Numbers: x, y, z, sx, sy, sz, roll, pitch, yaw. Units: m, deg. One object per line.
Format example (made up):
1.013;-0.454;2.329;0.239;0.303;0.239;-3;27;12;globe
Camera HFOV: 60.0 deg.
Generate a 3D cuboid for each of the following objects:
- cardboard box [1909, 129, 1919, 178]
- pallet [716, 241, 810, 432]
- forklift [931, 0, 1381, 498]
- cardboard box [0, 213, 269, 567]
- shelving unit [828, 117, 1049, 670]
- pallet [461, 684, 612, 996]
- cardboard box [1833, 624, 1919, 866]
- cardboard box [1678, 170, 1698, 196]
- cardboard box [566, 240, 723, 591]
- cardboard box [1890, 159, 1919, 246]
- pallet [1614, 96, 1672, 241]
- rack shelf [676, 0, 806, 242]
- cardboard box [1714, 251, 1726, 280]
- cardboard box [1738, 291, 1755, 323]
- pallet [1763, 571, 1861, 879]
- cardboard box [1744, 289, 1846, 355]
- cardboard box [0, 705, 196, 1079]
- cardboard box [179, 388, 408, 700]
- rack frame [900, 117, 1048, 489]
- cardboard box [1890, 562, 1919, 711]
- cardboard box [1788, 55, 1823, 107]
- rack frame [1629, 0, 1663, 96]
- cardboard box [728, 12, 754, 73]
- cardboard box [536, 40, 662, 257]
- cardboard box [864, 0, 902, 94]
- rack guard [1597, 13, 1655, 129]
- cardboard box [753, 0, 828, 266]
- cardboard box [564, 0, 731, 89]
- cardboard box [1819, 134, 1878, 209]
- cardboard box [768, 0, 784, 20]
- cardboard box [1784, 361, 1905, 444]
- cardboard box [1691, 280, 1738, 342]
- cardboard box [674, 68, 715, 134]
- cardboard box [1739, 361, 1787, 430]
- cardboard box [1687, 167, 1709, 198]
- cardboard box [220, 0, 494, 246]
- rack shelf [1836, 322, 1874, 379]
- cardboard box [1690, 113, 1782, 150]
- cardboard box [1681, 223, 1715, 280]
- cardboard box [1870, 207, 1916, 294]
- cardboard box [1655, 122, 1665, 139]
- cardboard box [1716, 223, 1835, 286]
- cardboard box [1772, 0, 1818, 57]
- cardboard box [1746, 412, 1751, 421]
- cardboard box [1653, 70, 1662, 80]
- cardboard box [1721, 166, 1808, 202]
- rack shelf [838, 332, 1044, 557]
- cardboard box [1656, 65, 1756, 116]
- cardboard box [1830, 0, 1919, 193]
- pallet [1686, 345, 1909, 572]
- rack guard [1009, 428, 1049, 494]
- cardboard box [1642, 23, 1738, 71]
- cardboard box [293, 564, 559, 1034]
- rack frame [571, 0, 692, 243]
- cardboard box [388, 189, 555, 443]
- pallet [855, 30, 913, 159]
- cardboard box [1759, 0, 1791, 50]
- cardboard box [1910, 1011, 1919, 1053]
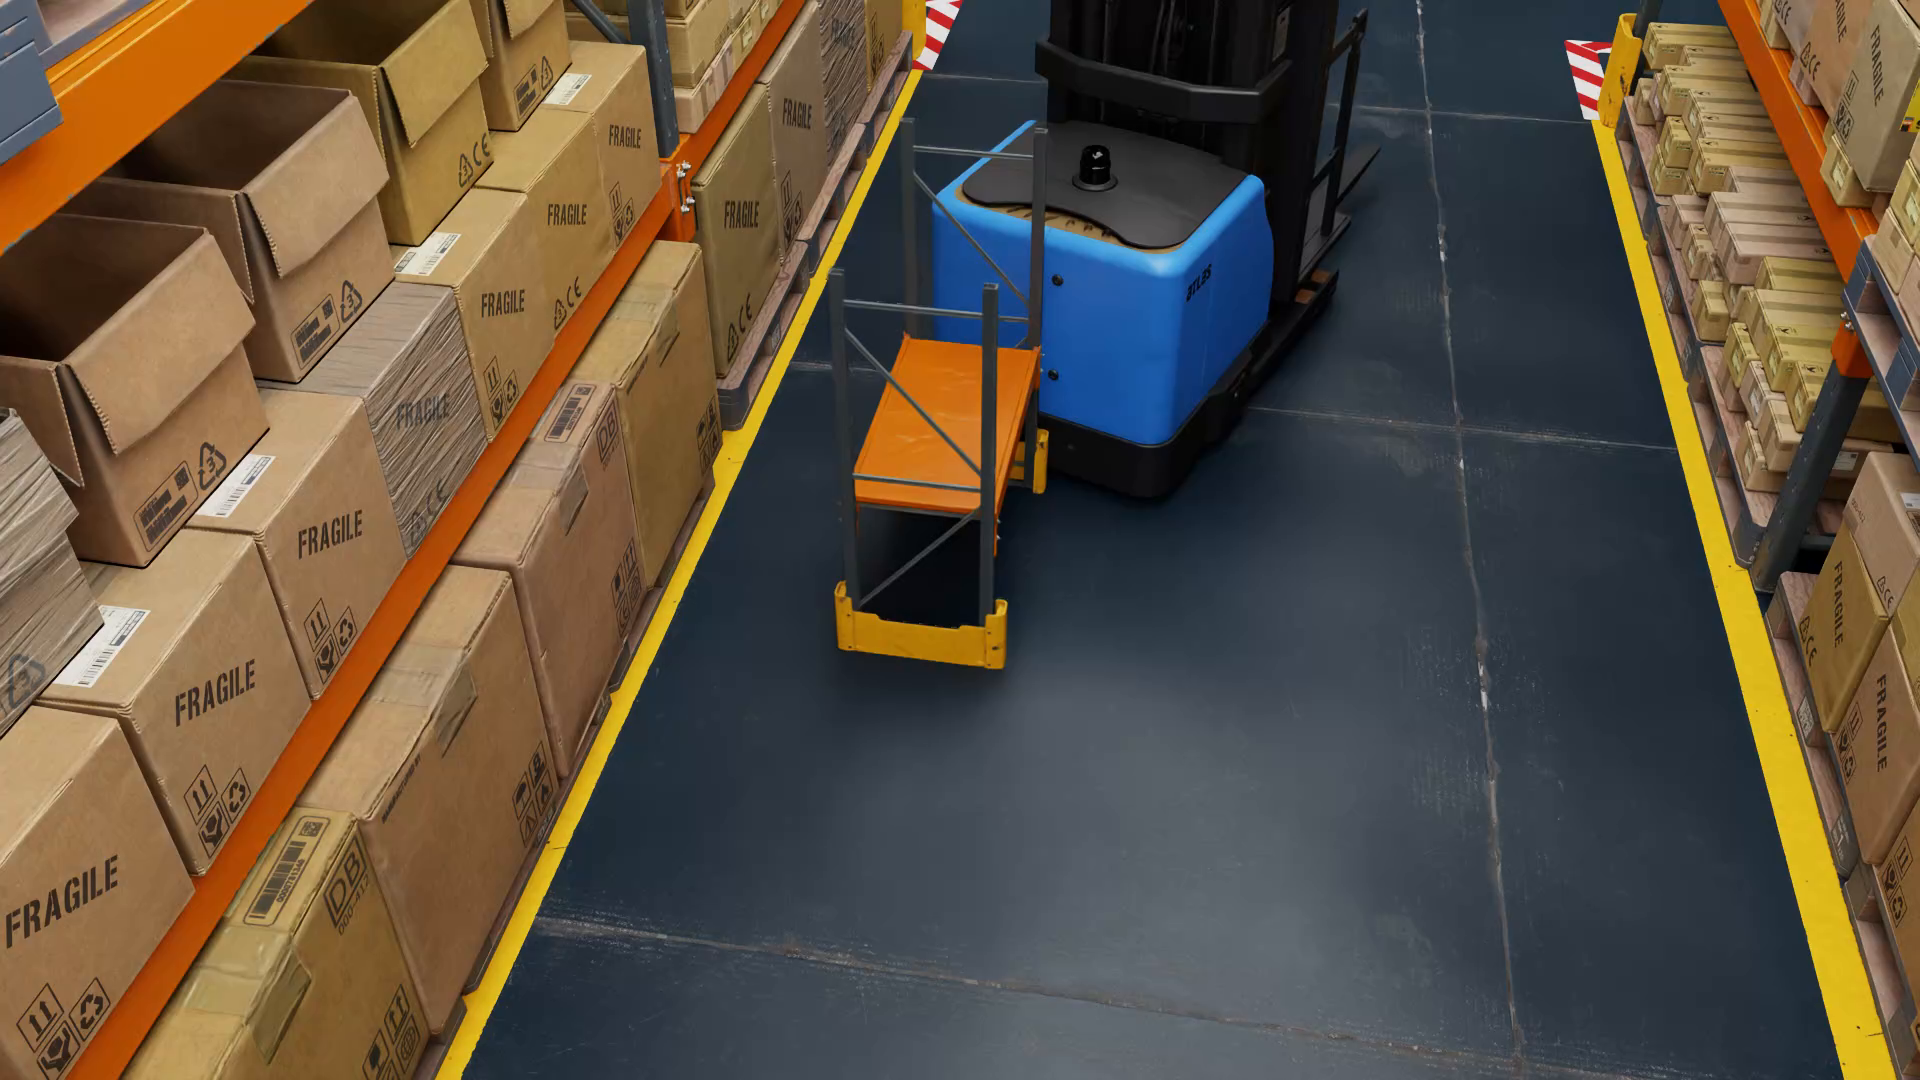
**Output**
2.856;-1.045;4.561;0.380;0.149;0.250;8;40;10;cardboard box
-1.282;-0.952;7.235;1.003;0.211;1.213;6;40;8;pallet
1.052;-2.211;6.624;1.130;2.935;3.031;20;44;23;forklift
-1.924;-0.338;3.439;0.797;0.503;0.637;7;40;9;cardboard box
-0.043;-0.502;5.680;0.587;1.500;1.083;7;40;8;shelving unit
-1.758;0.778;5.144;1.003;0.211;1.213;6;40;8;pallet
2.898;0.621;4.777;0.500;0.500;0.500;8;40;10;cardboard box
3.560;-1.578;7.713;0.380;0.149;0.250;6;40;8;cardboard box
-1.581;-0.497;5.835;1.225;0.875;0.875;7;40;8;cardboard box
2.856;-0.930;4.656;0.380;0.149;0.250;7;40;8;cardboard box
3.881;-1.829;8.297;1.003;0.211;1.213;6;40;8;pallet
-1.144;-2.536;7.527;1.077;0.370;4.000;6;40;8;rack shelf
3.413;-1.174;6.990;0.380;0.149;0.250;5;40;6;cardboard box
3.322;-0.846;6.593;0.380;0.149;0.250;7;40;8;cardboard box
3.244;0.616;5.339;1.003;0.211;1.213;6;40;8;pallet
3.224;-0.813;6.321;0.380;0.149;0.250;6;40;7;cardboard box
-1.830;0.639;3.044;0.500;0.500;0.500;8;40;9;cardboard box
-1.658;-0.007;3.826;0.500;0.500;0.500;6;40;7;cardboard box
0.046;-0.815;6.058;0.500;1.500;0.032;7;40;8;rack frame
2.900;0.334;4.535;0.500;0.250;0.500;7;40;9;cardboard box
3.325;-1.723;6.177;0.380;0.149;0.250;5;40;6;cardboard box
4.070;-3.458;8.078;1.000;3.000;0.127;6;40;8;rack frame
-1.021;-1.940;6.440;0.380;0.149;0.250;8;40;9;cardboard box
-1.302;-1.273;5.357;0.500;0.500;0.500;7;40;8;cardboard box
-0.830;-3.000;8.863;0.875;0.875;0.875;6;40;8;cardboard box
4.056;-2.447;8.817;1.175;0.500;0.348;6;40;8;rack guard
-1.141;-1.871;7.497;0.875;0.875;0.875;6;40;8;cardboard box
-1.151;-1.880;6.055;0.500;0.250;0.500;6;40;7;cardboard box
3.134;-1.229;5.580;0.380;0.149;0.250;5;40;6;cardboard box
-0.933;-2.266;6.834;0.380;0.149;0.250;6;40;7;cardboard box
3.183;-0.492;5.932;0.380;0.149;0.250;7;40;9;cardboard box
3.289;-0.944;6.945;0.380;0.149;0.250;6;40;8;cardboard box
-1.111;-1.610;6.040;0.380;0.149;0.250;6;40;8;cardboard box
3.153;-0.529;6.210;0.380;0.149;0.250;5;40;6;cardboard box
3.564;-1.680;7.602;0.380;0.149;0.250;5;40;6;cardboard box
-1.723;-1.152;4.423;0.797;0.503;0.637;7;40;8;cardboard box
3.031;0.585;3.753;1.077;0.370;4.000;6;40;8;rack shelf
3.527;-1.791;7.503;0.380;0.149;0.250;8;40;9;cardboard box
3.409;-1.255;7.322;0.380;0.149;0.250;6;40;8;cardboard box
2.856;-0.816;4.750;0.380;0.149;0.250;5;40;6;cardboard box
3.699;-2.054;8.288;0.380;0.149;0.250;6;40;7;cardboard box
3.301;-1.148;6.725;0.380;0.149;0.250;5;40;6;cardboard box
3.361;-2.073;6.091;0.500;0.500;0.500;6;40;7;cardboard box
3.237;-0.448;6.346;0.380;0.149;0.250;7;40;9;cardboard box
3.726;-2.335;8.394;0.380;0.149;0.250;8;40;10;cardboard box
3.487;-1.462;7.105;0.380;0.149;0.250;6;40;8;cardboard box
-0.045;-0.357;5.788;0.538;0.185;1.000;7;40;8;rack shelf
3.545;-2.128;7.911;0.380;0.149;0.250;6;40;8;cardboard box
3.183;-1.435;5.320;0.500;0.500;0.500;6;40;8;cardboard box
3.459;-0.298;6.445;1.003;0.211;1.213;6;40;8;pallet
0.046;-0.332;6.456;0.587;0.250;0.087;7;40;8;rack guard
3.644;-2.459;8.311;0.380;0.149;0.250;5;40;6;cardboard box
-1.881;0.620;4.484;1.225;0.875;0.875;7;40;8;cardboard box
-1.490;-1.558;5.780;1.000;3.000;0.127;6;40;8;rack frame
-1.478;-0.634;4.584;0.500;0.500;0.500;6;40;7;cardboard box
-0.859;-2.483;9.087;1.003;0.211;1.213;6;40;8;pallet
3.396;-2.045;6.566;0.380;0.149;0.250;7;40;9;cardboard box
2.711;1.264;4.000;0.500;0.500;0.500;5;40;6;cardboard box
